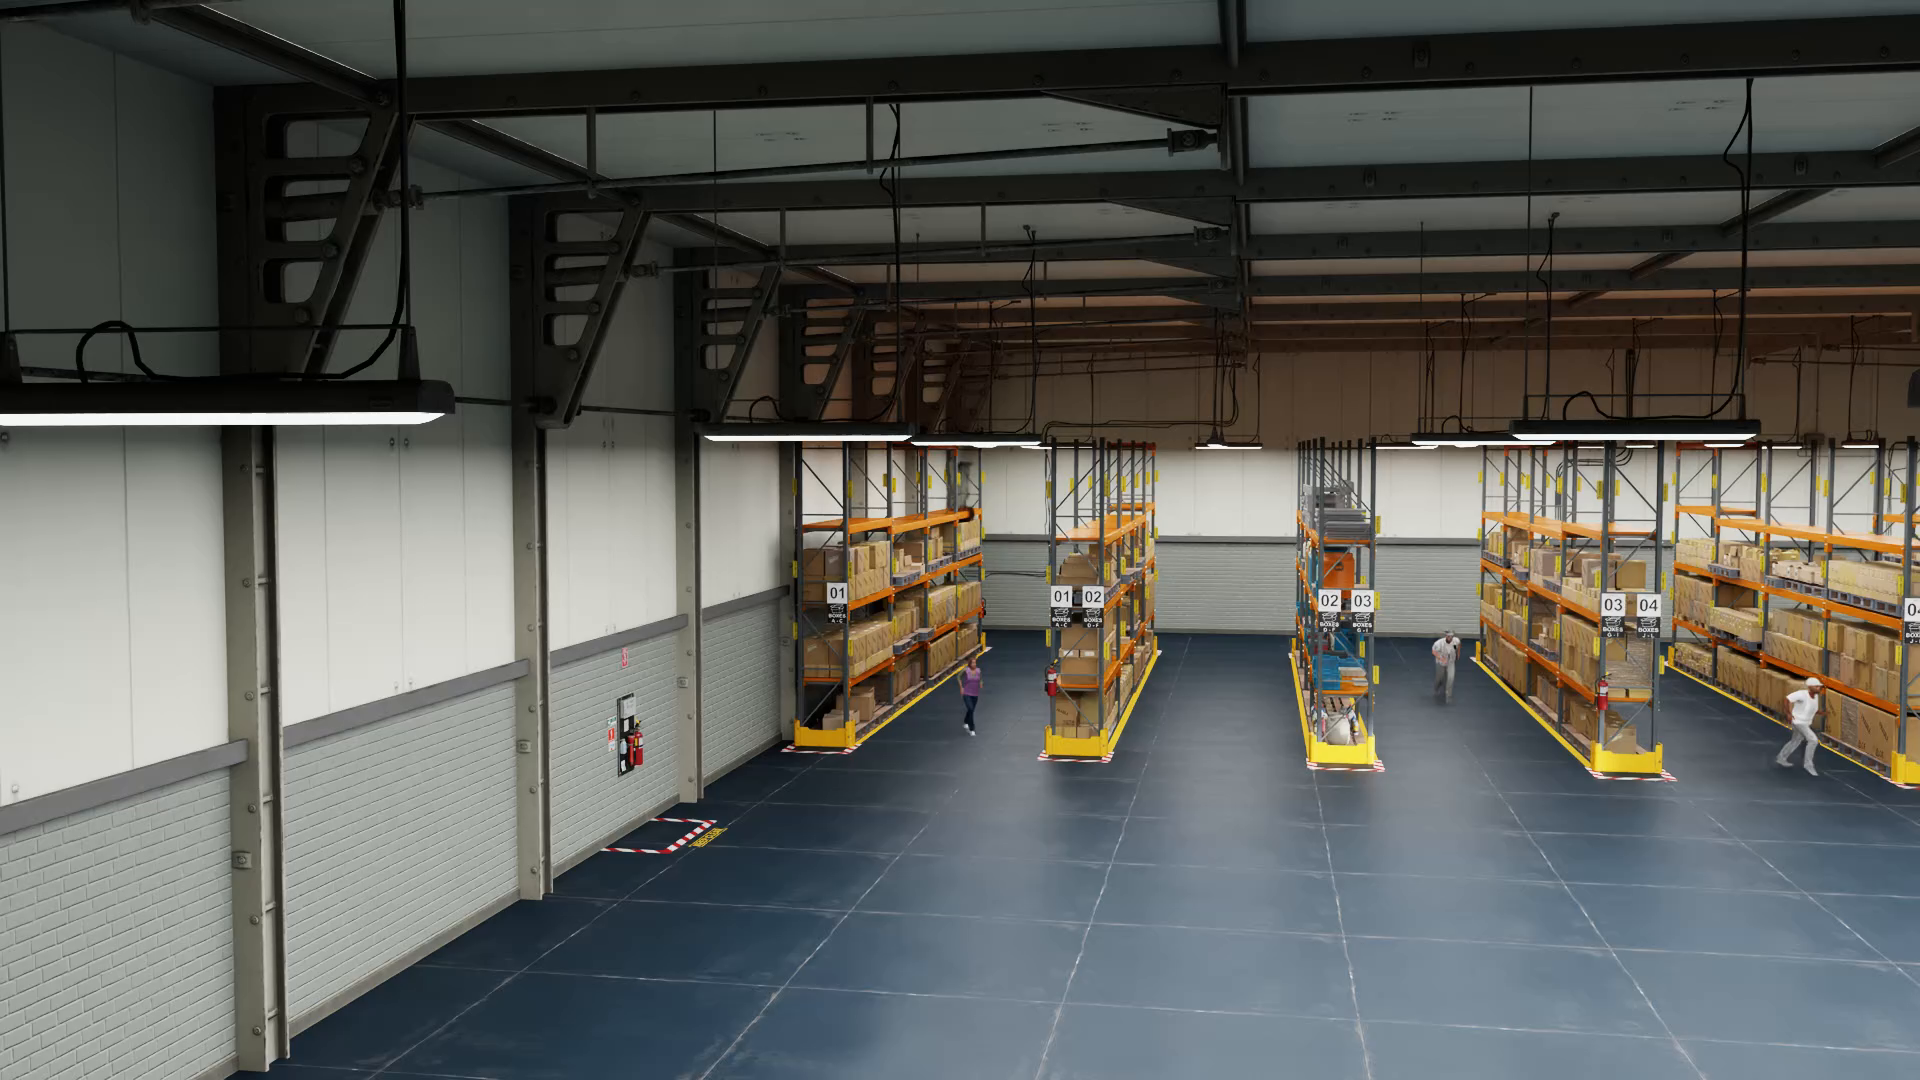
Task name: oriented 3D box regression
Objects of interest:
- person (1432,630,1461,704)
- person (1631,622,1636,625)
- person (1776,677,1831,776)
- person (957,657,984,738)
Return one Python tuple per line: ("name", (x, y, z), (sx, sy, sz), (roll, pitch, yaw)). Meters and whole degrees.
("person", (11.169, 2.885, 38.344), (0.703, 1.720, 1.014), (0, 3, -3))
("person", (18.075, 2.562, 44.841), (0.646, 1.599, 0.603), (1, 3, 20))
("person", (15.010, 3.302, 29.715), (0.711, 1.747, 0.917), (-2, 4, -33))
("person", (0.218, 3.164, 33.587), (0.475, 1.623, 0.835), (-1, 3, -24))
